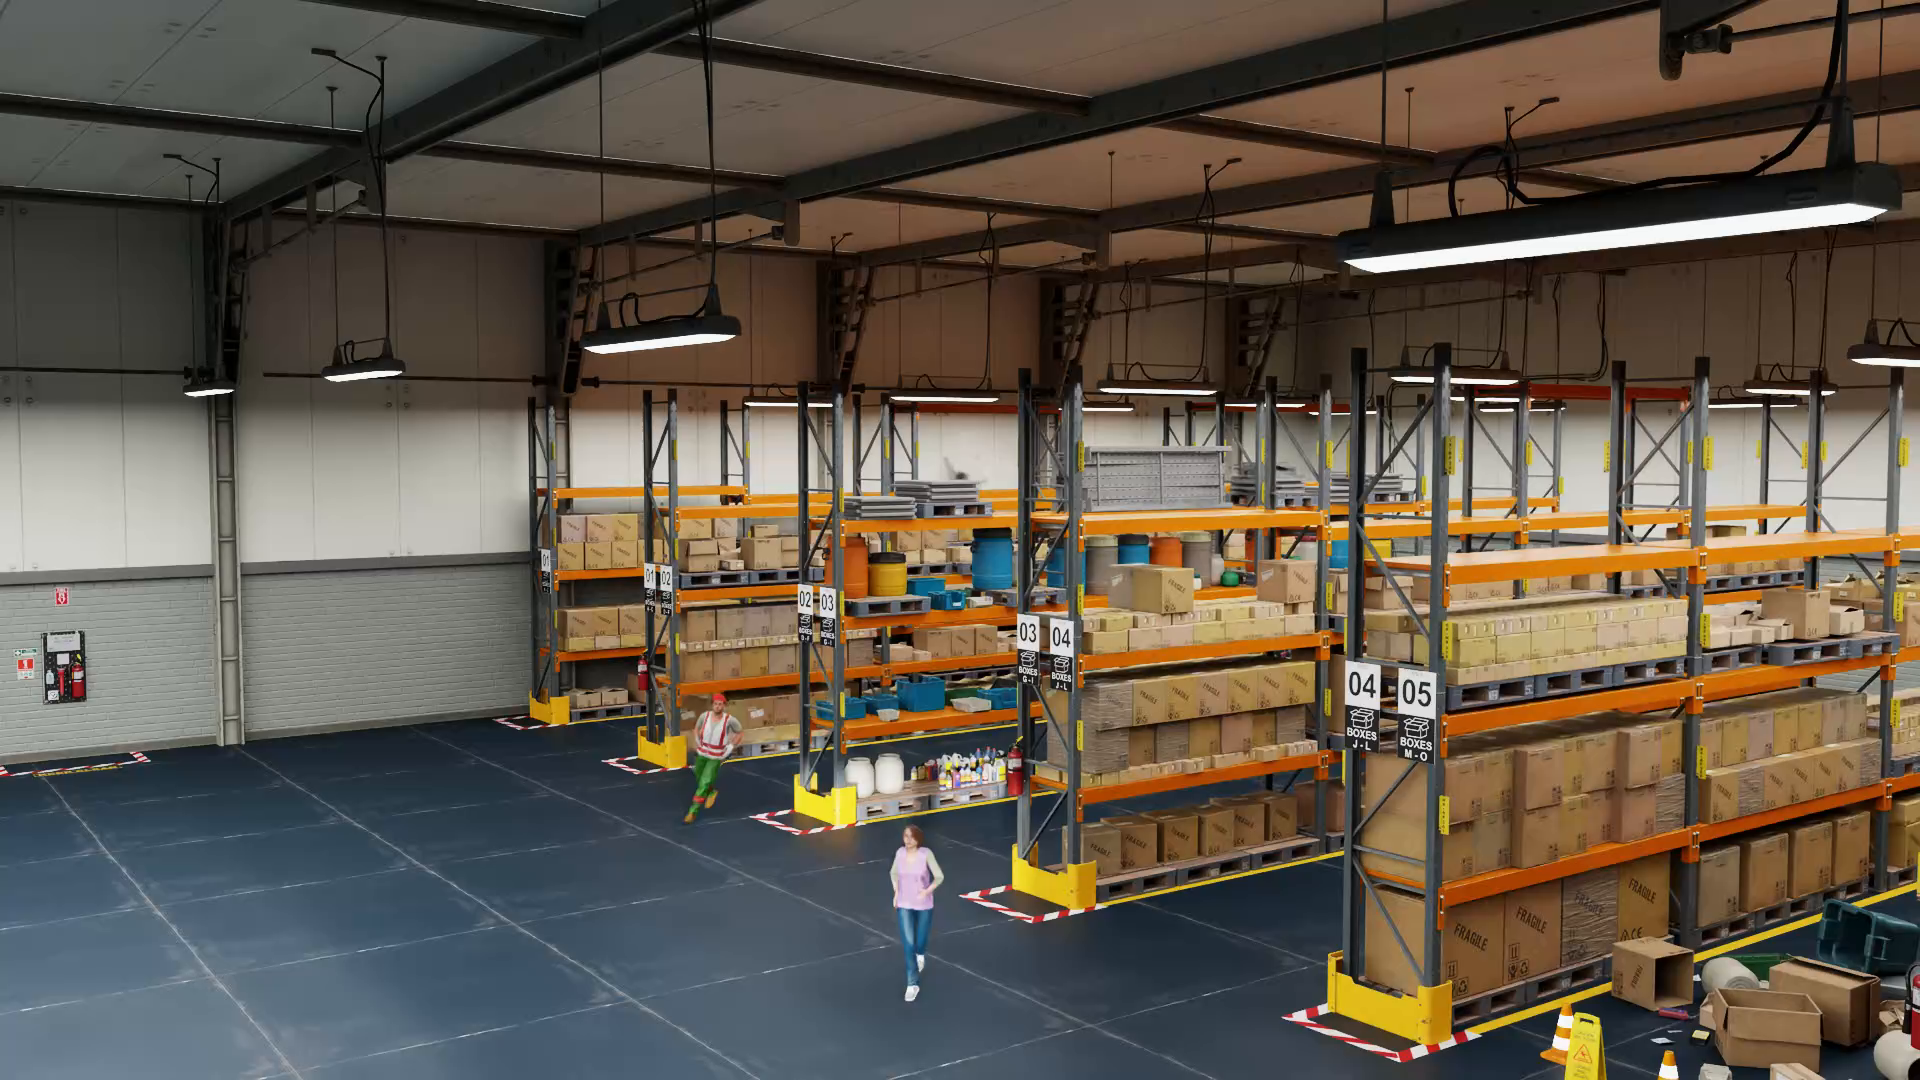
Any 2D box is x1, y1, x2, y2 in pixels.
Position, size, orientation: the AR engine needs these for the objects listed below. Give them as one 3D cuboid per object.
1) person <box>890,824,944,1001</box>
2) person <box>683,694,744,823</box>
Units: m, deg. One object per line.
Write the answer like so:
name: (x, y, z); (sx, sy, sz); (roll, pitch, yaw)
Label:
person: (-0.414, 3.455, 15.669); (0.532, 1.595, 0.735); (0, 3, 8)
person: (-3.334, 2.950, 22.761); (0.683, 1.739, 0.935); (1, 4, 18)
